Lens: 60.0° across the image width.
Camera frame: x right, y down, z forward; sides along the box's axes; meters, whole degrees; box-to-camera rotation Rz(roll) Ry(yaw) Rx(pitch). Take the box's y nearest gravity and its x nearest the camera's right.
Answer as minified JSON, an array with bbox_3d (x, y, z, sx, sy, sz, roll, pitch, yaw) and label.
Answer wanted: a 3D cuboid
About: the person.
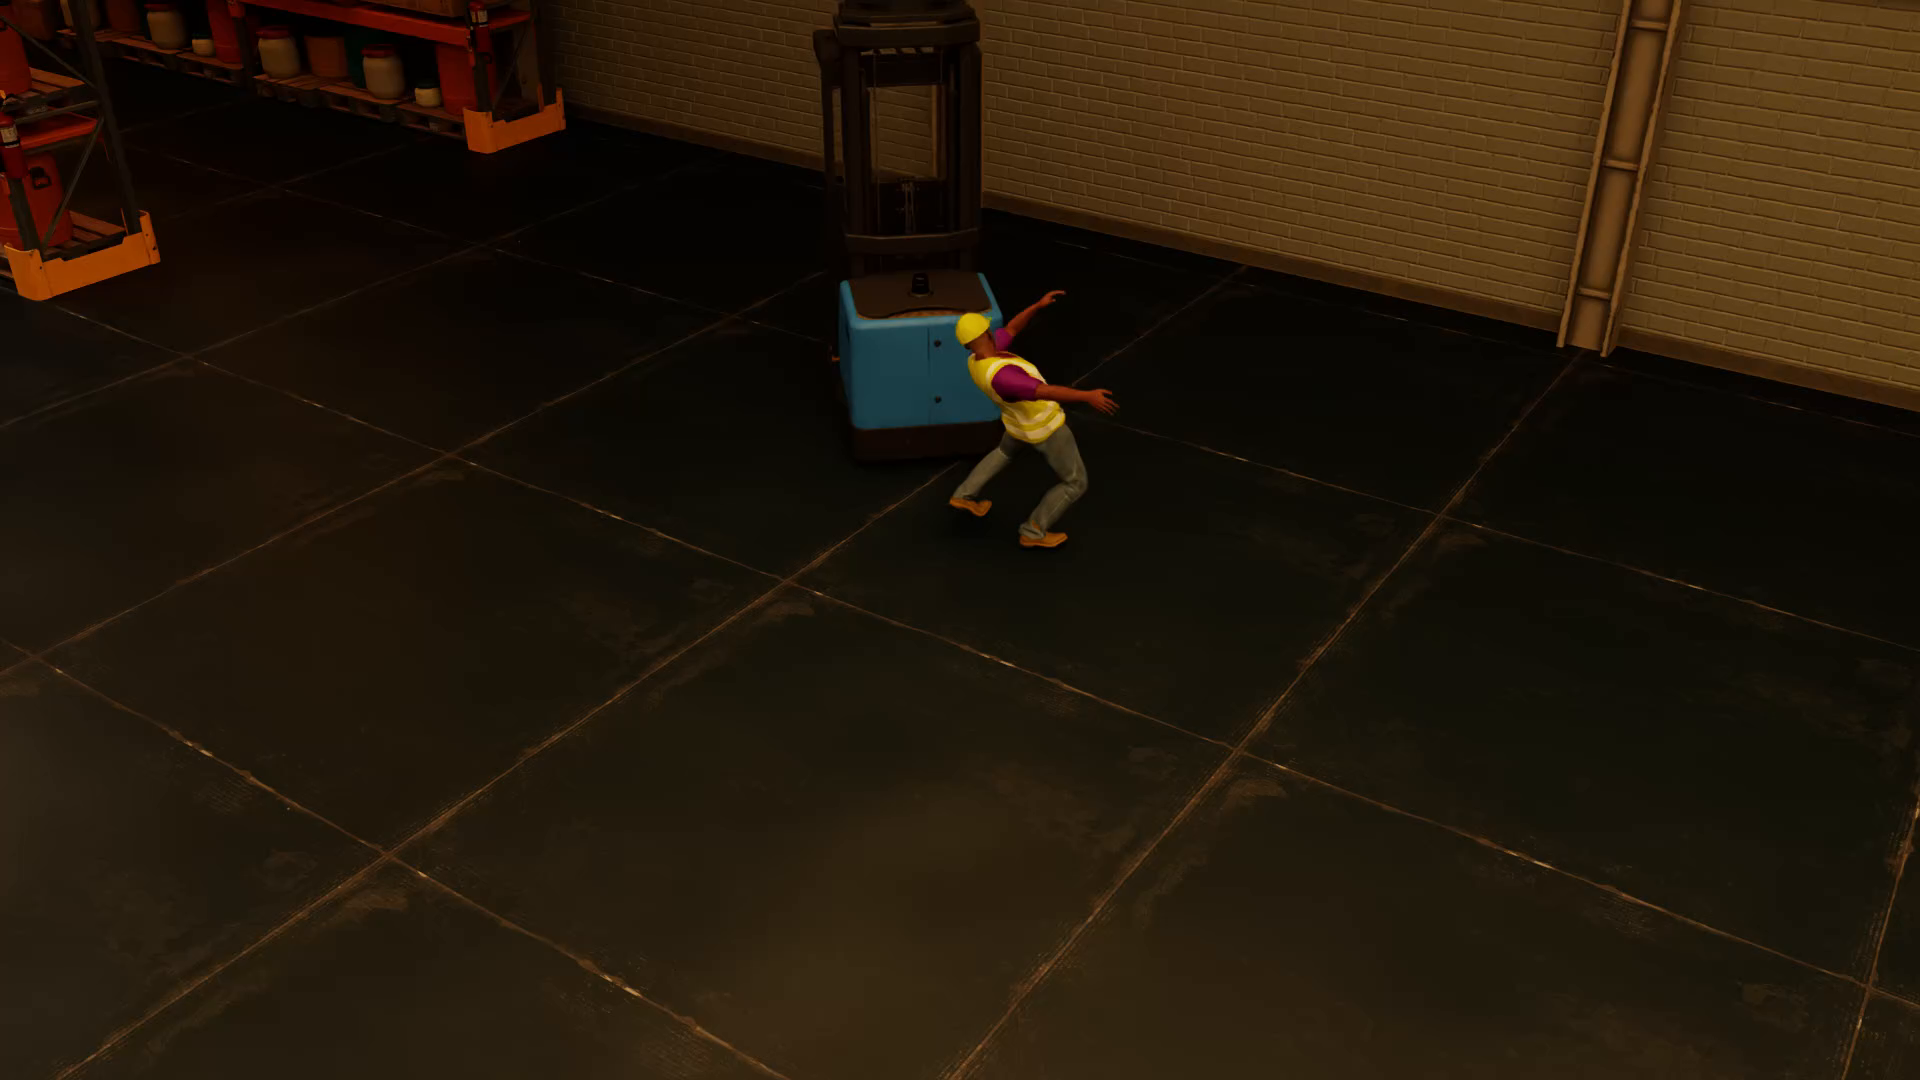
[{"bbox_3d":[0.493,-0.646,10.059,0.752,1.525,1.116,-21,36,-32],"label":"person"}]

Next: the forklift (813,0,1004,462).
[{"bbox_3d":[-0.435,-2.520,11.921,1.130,2.935,3.031,-4,30,-8],"label":"forklift"}]
